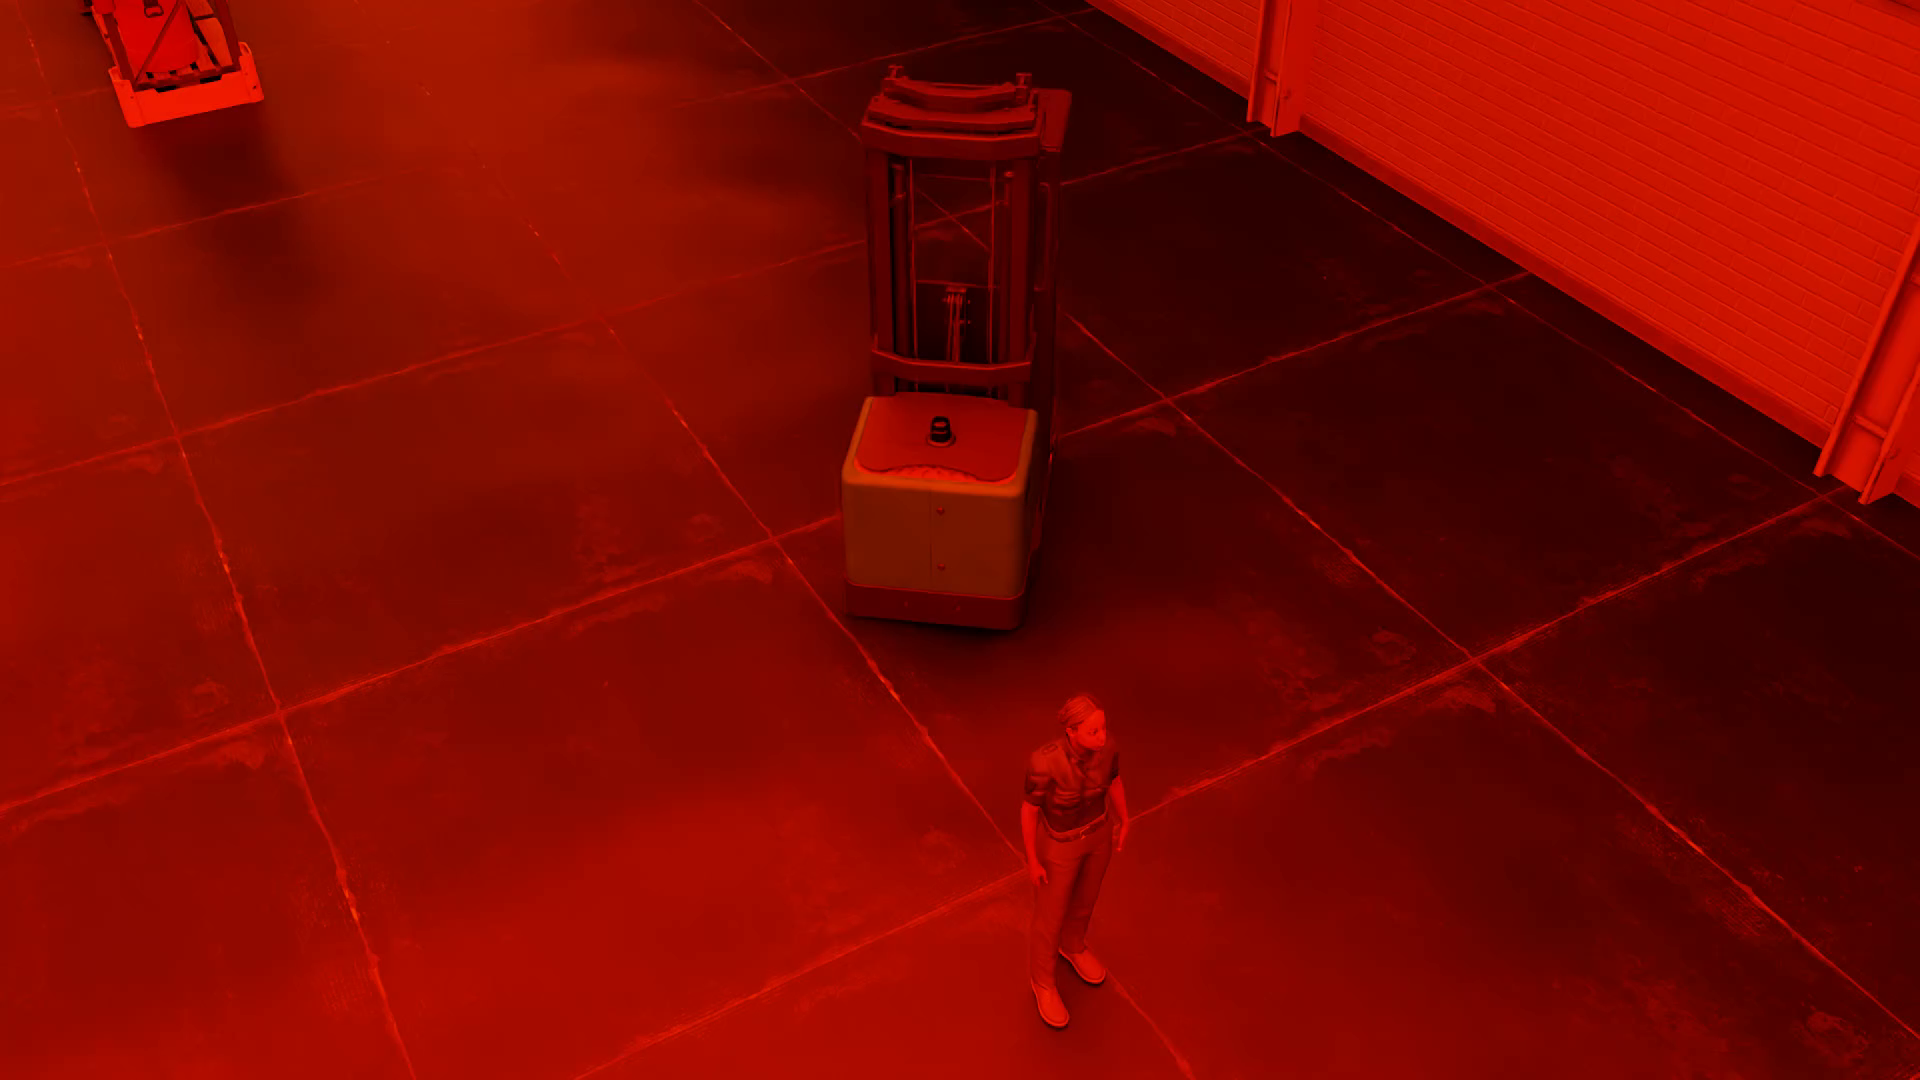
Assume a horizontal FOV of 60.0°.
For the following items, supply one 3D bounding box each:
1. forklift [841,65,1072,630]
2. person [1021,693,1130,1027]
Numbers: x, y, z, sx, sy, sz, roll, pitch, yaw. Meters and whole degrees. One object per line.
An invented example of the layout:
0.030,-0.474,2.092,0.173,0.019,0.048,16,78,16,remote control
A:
0.046,-1.547,9.902,1.130,2.935,3.031,5,40,6,forklift
0.538,1.388,7.351,0.569,1.656,0.503,-21,44,-24,person
